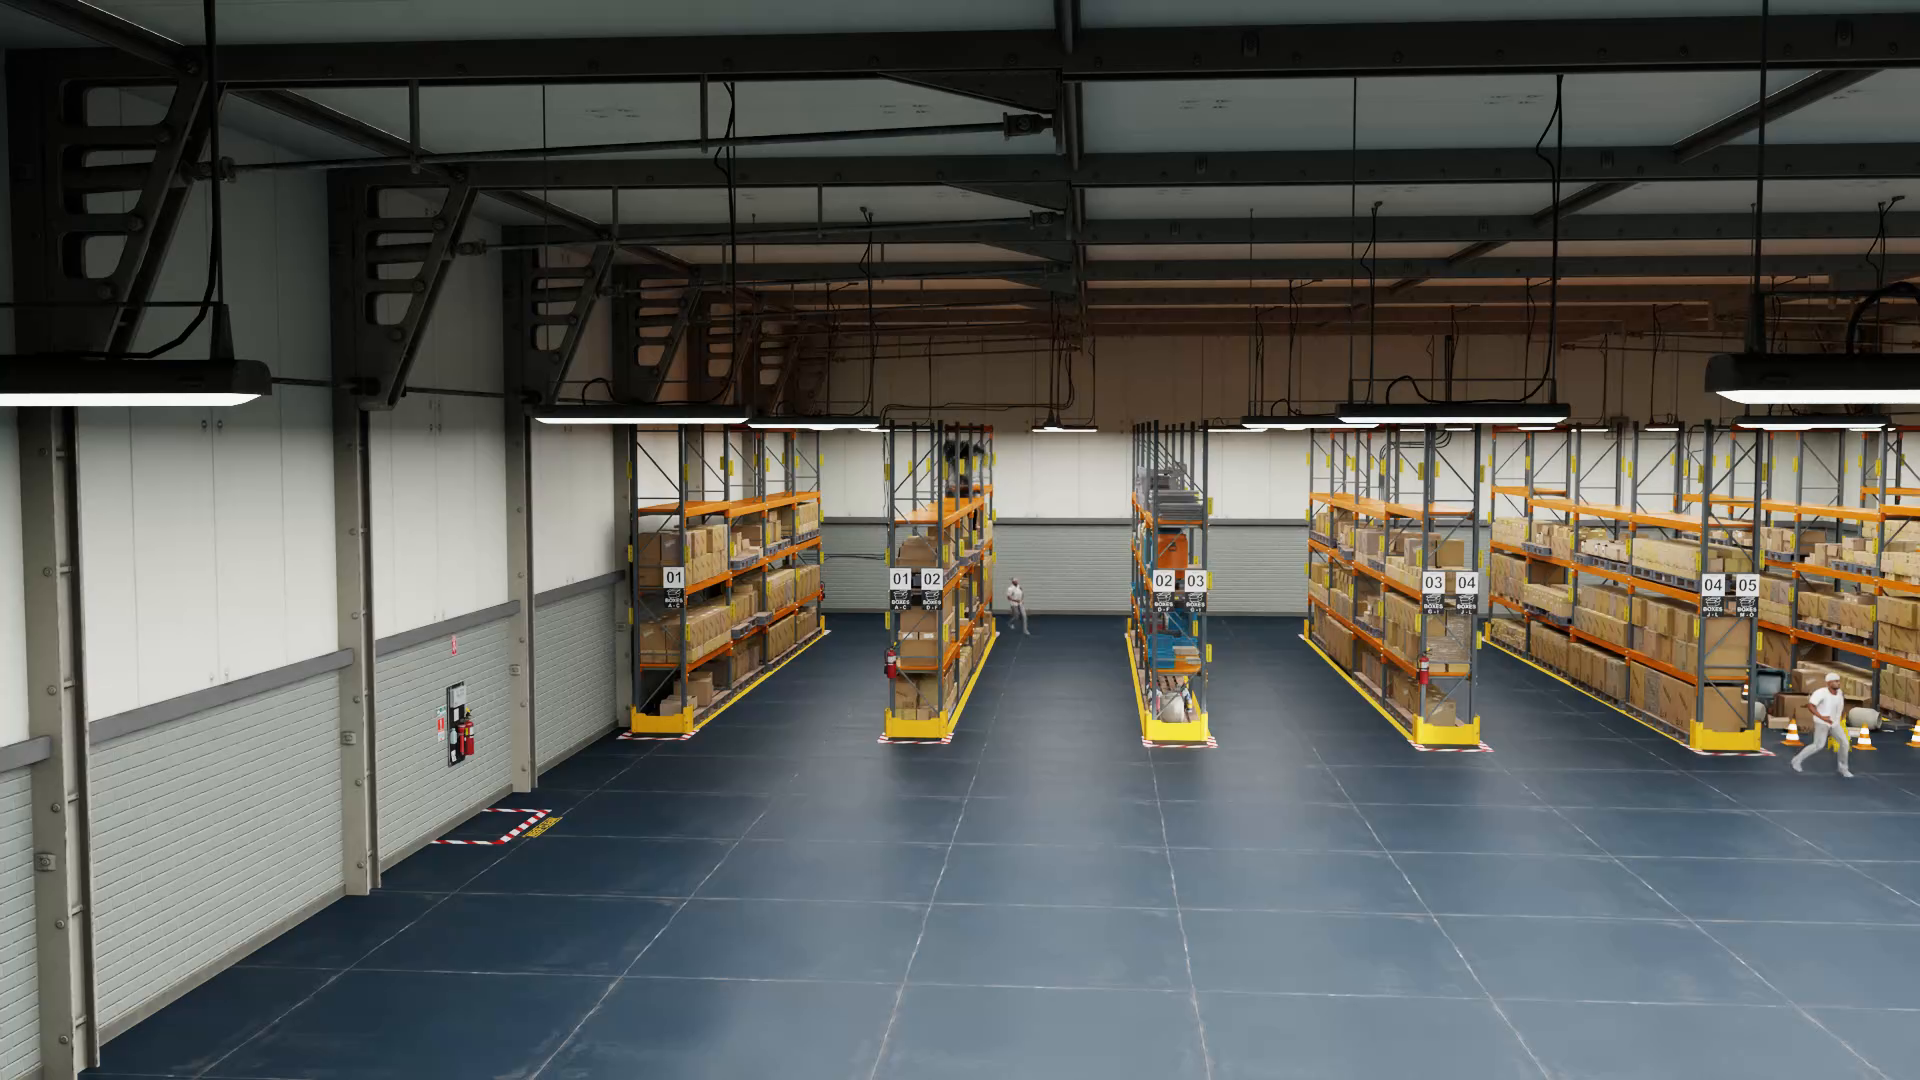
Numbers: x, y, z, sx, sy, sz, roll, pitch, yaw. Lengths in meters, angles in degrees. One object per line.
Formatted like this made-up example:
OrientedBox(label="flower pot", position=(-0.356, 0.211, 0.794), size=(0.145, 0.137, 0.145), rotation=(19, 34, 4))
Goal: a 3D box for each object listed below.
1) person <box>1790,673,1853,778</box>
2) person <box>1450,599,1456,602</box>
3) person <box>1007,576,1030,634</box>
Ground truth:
OrientedBox(label="person", position=(14.549, 3.102, 27.939), size=(0.921, 1.760, 0.757), rotation=(-2, 4, -24))
OrientedBox(label="person", position=(14.118, 1.885, 47.327), size=(0.683, 1.776, 0.714), rotation=(-1, 4, -11))
OrientedBox(label="person", position=(1.597, 1.874, 47.967), size=(0.617, 1.680, 0.824), rotation=(-2, 4, -34))
